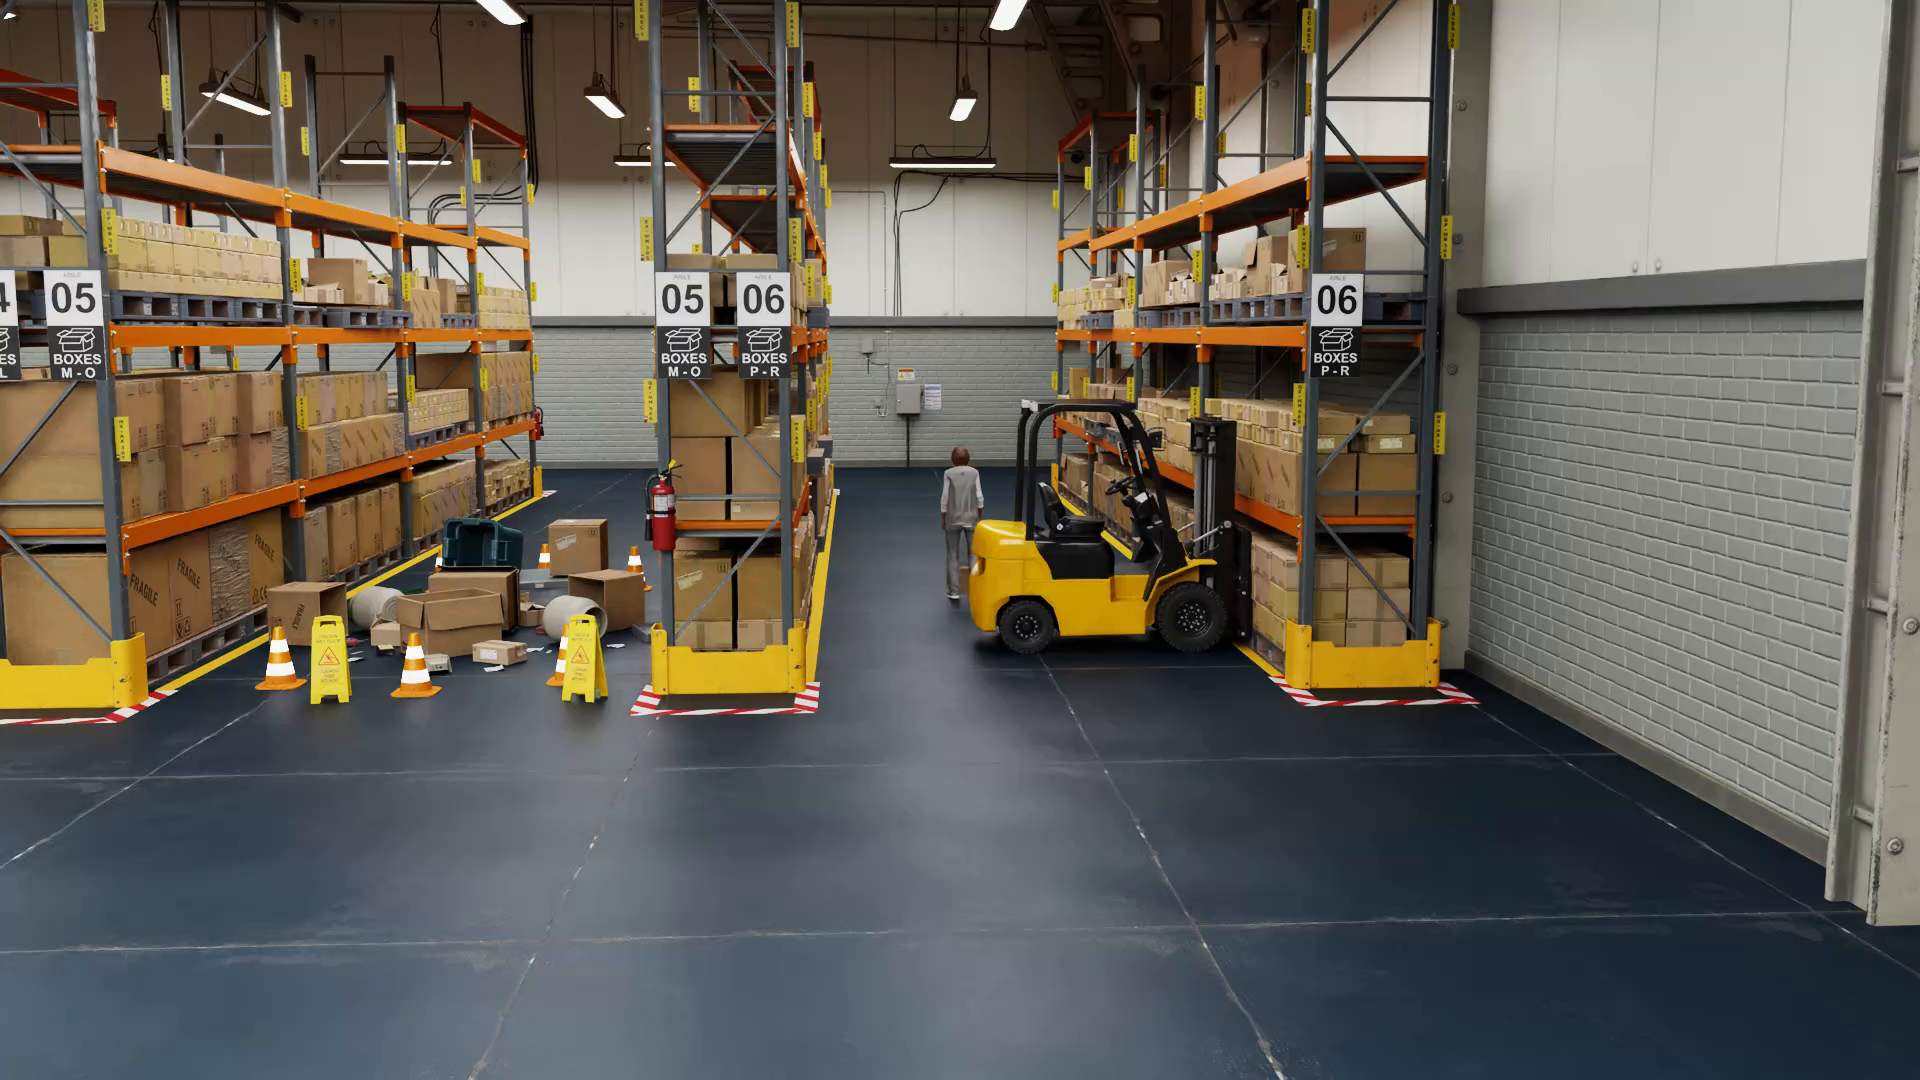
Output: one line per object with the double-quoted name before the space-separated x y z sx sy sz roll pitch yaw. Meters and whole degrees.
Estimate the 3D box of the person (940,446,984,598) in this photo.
"person" 0.020 -0.173 17.244 0.461 1.582 0.375 -1 7 -6
